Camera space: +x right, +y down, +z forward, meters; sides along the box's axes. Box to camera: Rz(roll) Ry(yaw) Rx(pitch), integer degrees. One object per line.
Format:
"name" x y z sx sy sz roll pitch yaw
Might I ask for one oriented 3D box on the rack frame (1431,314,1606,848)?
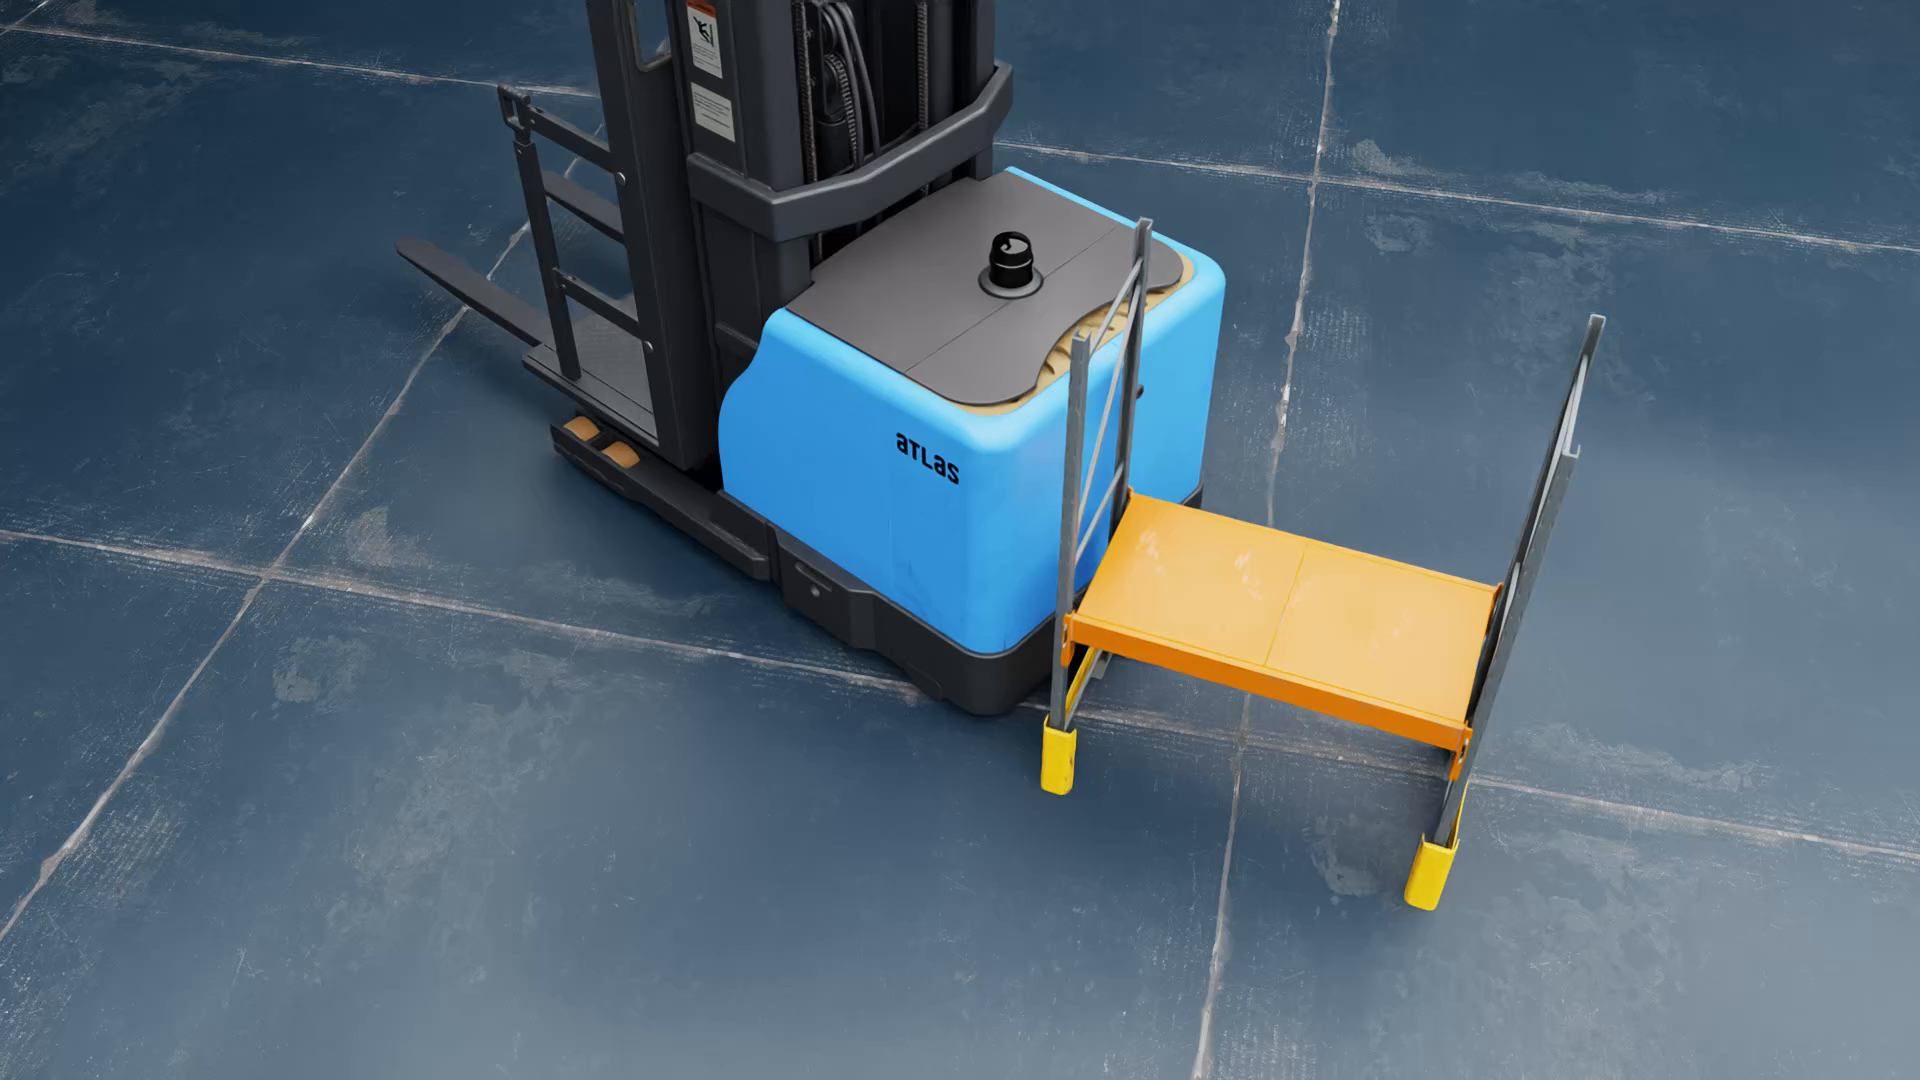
"rack frame" 1.287 0.215 3.945 0.032 1.500 0.500 15 46 15

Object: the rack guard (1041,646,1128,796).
"rack guard" 0.361 0.410 4.644 0.087 0.250 0.587 15 46 15

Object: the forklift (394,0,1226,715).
"forklift" -0.704 -1.452 4.645 3.031 2.935 1.130 31 52 28

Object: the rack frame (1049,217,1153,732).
"rack frame" 0.343 -0.045 4.216 0.032 1.500 0.500 15 46 15

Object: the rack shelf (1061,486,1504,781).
"rack shelf" 0.815 0.215 4.205 1.000 0.185 0.538 15 46 15

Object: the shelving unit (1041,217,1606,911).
"shelving unit" 0.823 0.087 4.078 1.083 1.500 0.587 15 46 15

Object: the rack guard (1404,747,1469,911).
"rack guard" 1.286 0.665 4.379 0.087 0.250 0.587 15 46 15
